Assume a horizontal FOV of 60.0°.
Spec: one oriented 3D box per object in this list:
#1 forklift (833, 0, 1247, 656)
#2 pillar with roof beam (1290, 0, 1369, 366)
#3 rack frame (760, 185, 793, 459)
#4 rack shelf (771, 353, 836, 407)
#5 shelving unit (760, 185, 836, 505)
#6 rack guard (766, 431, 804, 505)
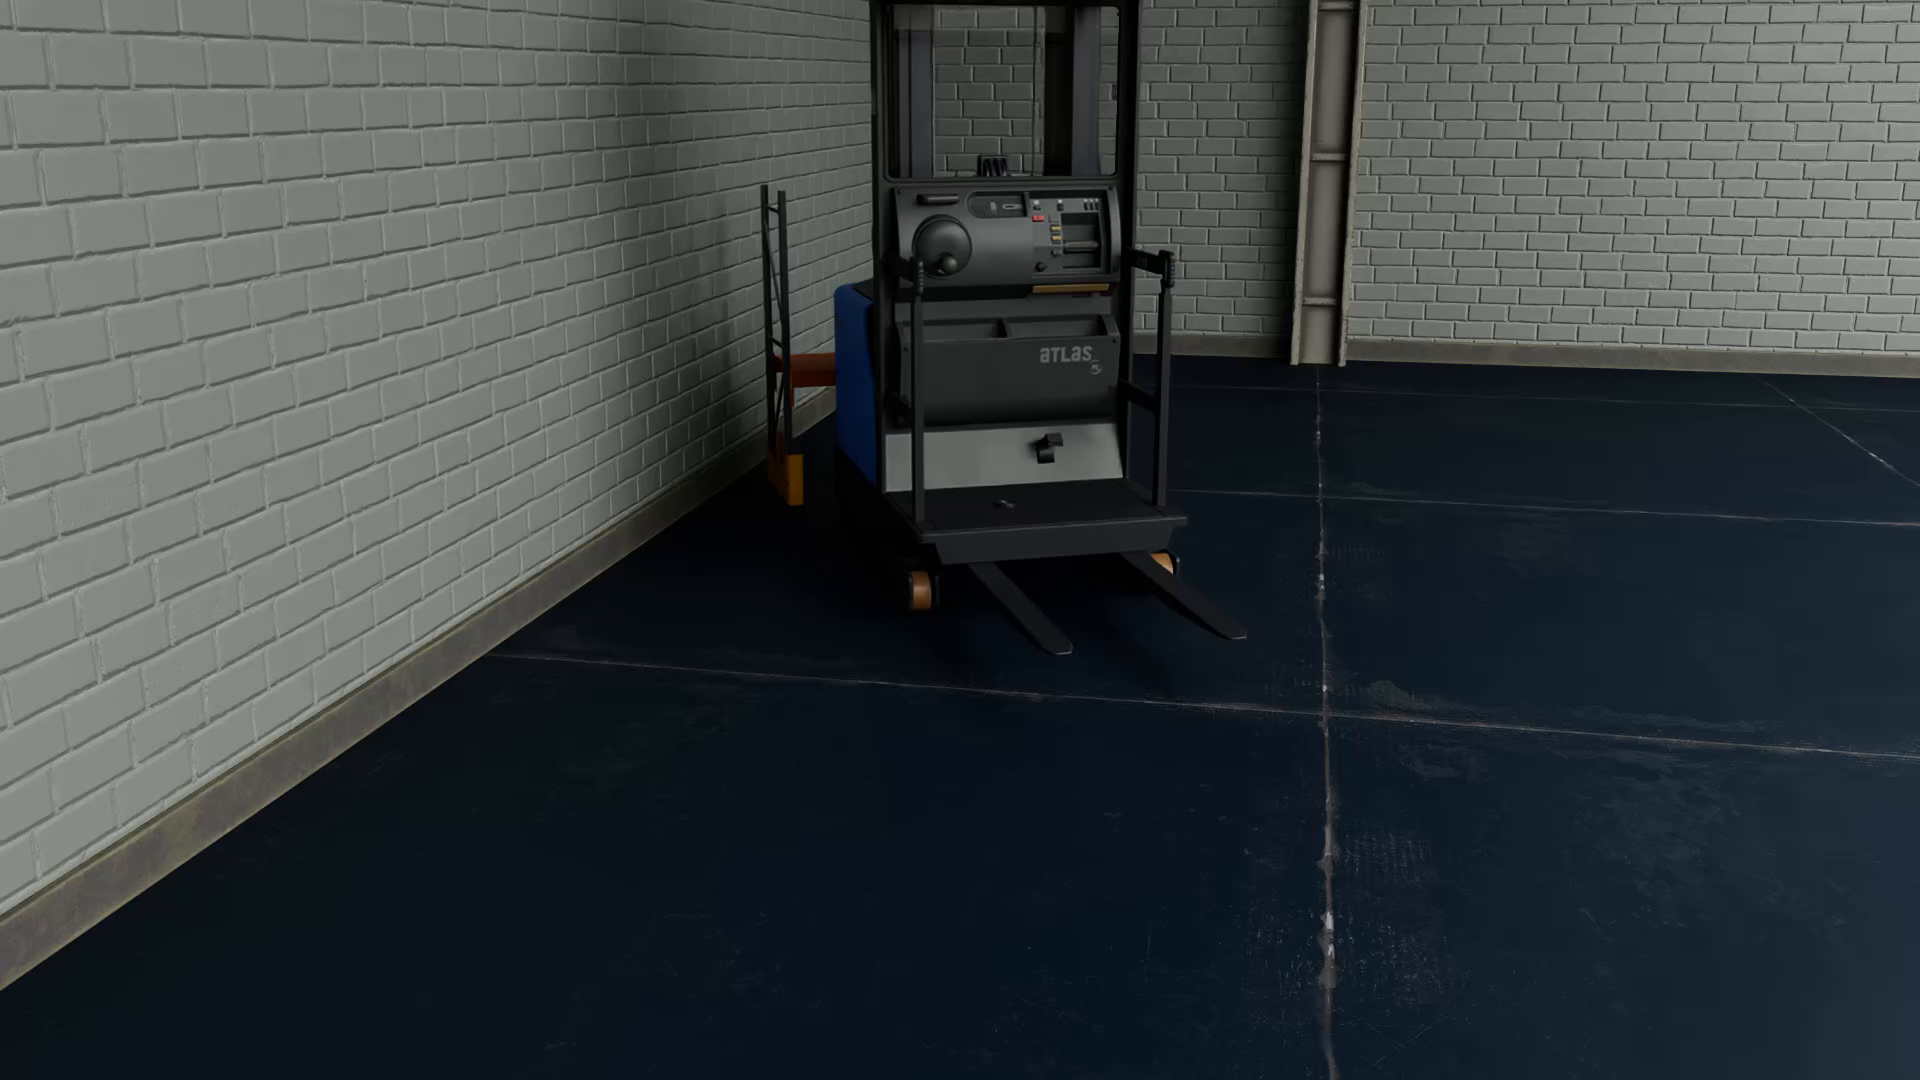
[{"bbox_3d":[0.251,-1.245,6.495,1.130,2.935,3.031,-4,16,-14],"label":"forklift"},{"bbox_3d":[1.768,-4.519,6.949,0.400,9.000,9.100,3,16,11],"label":"pillar with roof beam"},{"bbox_3d":[-0.899,-0.967,8.173,0.032,1.500,0.500,-5,16,-16],"label":"rack frame"},{"bbox_3d":[-0.412,-0.833,8.363,1.000,0.185,0.538,-5,16,-16],"label":"rack shelf"},{"bbox_3d":[-0.403,-1.007,8.317,1.083,1.500,0.587,-5,16,-16],"label":"shelving unit"},{"bbox_3d":[-0.880,-0.366,8.345,0.087,0.250,0.587,-5,16,-16],"label":"rack guard"}]
